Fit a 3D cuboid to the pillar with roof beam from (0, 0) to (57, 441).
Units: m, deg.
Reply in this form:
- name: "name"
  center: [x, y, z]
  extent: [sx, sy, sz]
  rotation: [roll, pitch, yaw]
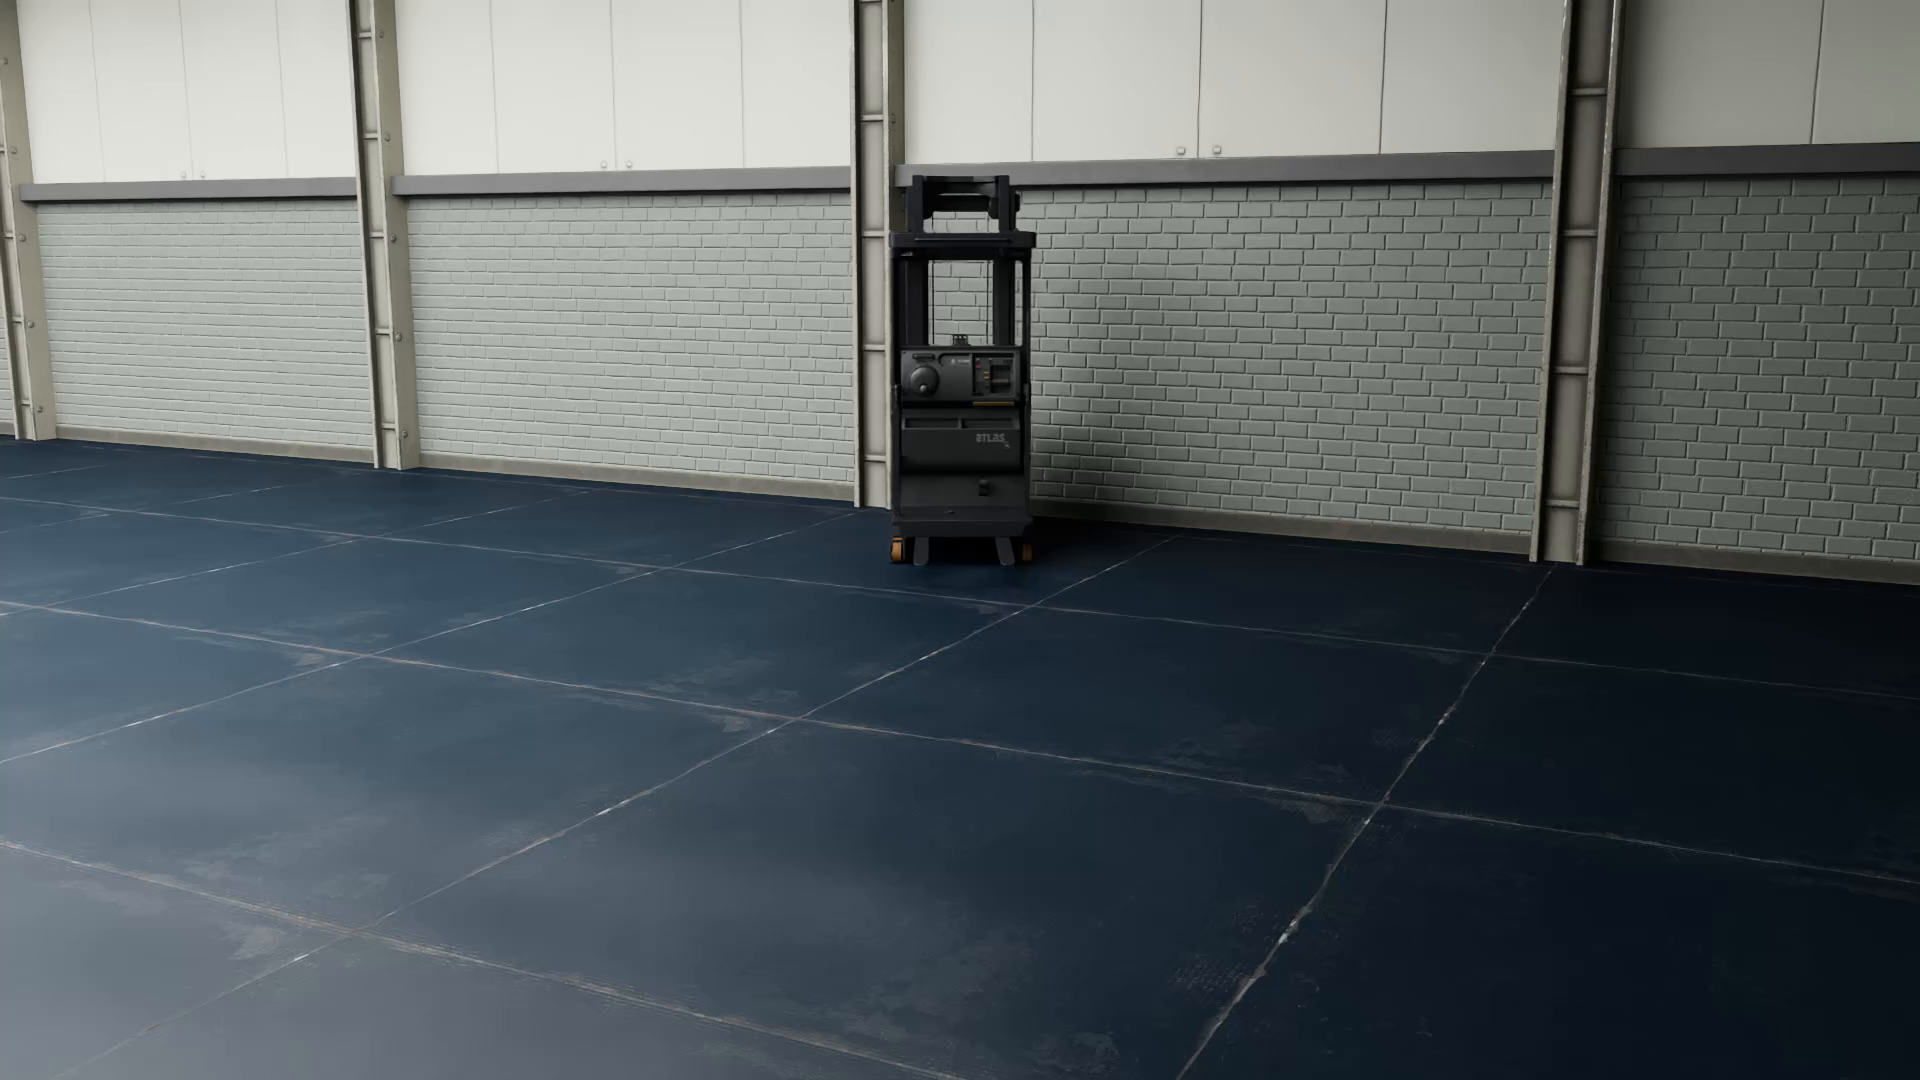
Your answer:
- name: "pillar with roof beam"
  center: [-13.406, -5.006, 16.123]
  extent: [0.400, 9.000, 9.100]
  rotation: [5, 11, 26]

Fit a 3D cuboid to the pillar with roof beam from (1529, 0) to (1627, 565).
- name: "pillar with roof beam"
  center: [2.736, -3.588, 8.286]
  extent: [0.400, 9.000, 9.100]
  rotation: [5, 11, 26]

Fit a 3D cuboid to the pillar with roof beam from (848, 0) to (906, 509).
- name: "pillar with roof beam"
  center: [-2.644, -4.061, 10.898]
  extent: [0.400, 9.000, 9.100]
  rotation: [5, 11, 26]

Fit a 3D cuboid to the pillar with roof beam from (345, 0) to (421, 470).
- name: "pillar with roof beam"
  center: [-8.025, -4.533, 13.510]
  extent: [0.400, 9.000, 9.100]
  rotation: [5, 11, 26]

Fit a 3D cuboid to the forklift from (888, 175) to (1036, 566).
- name: "forklift"
  center: [0.012, -1.320, 12.791]
  extent: [1.130, 2.935, 3.031]
  rotation: [0, 10, -1]
